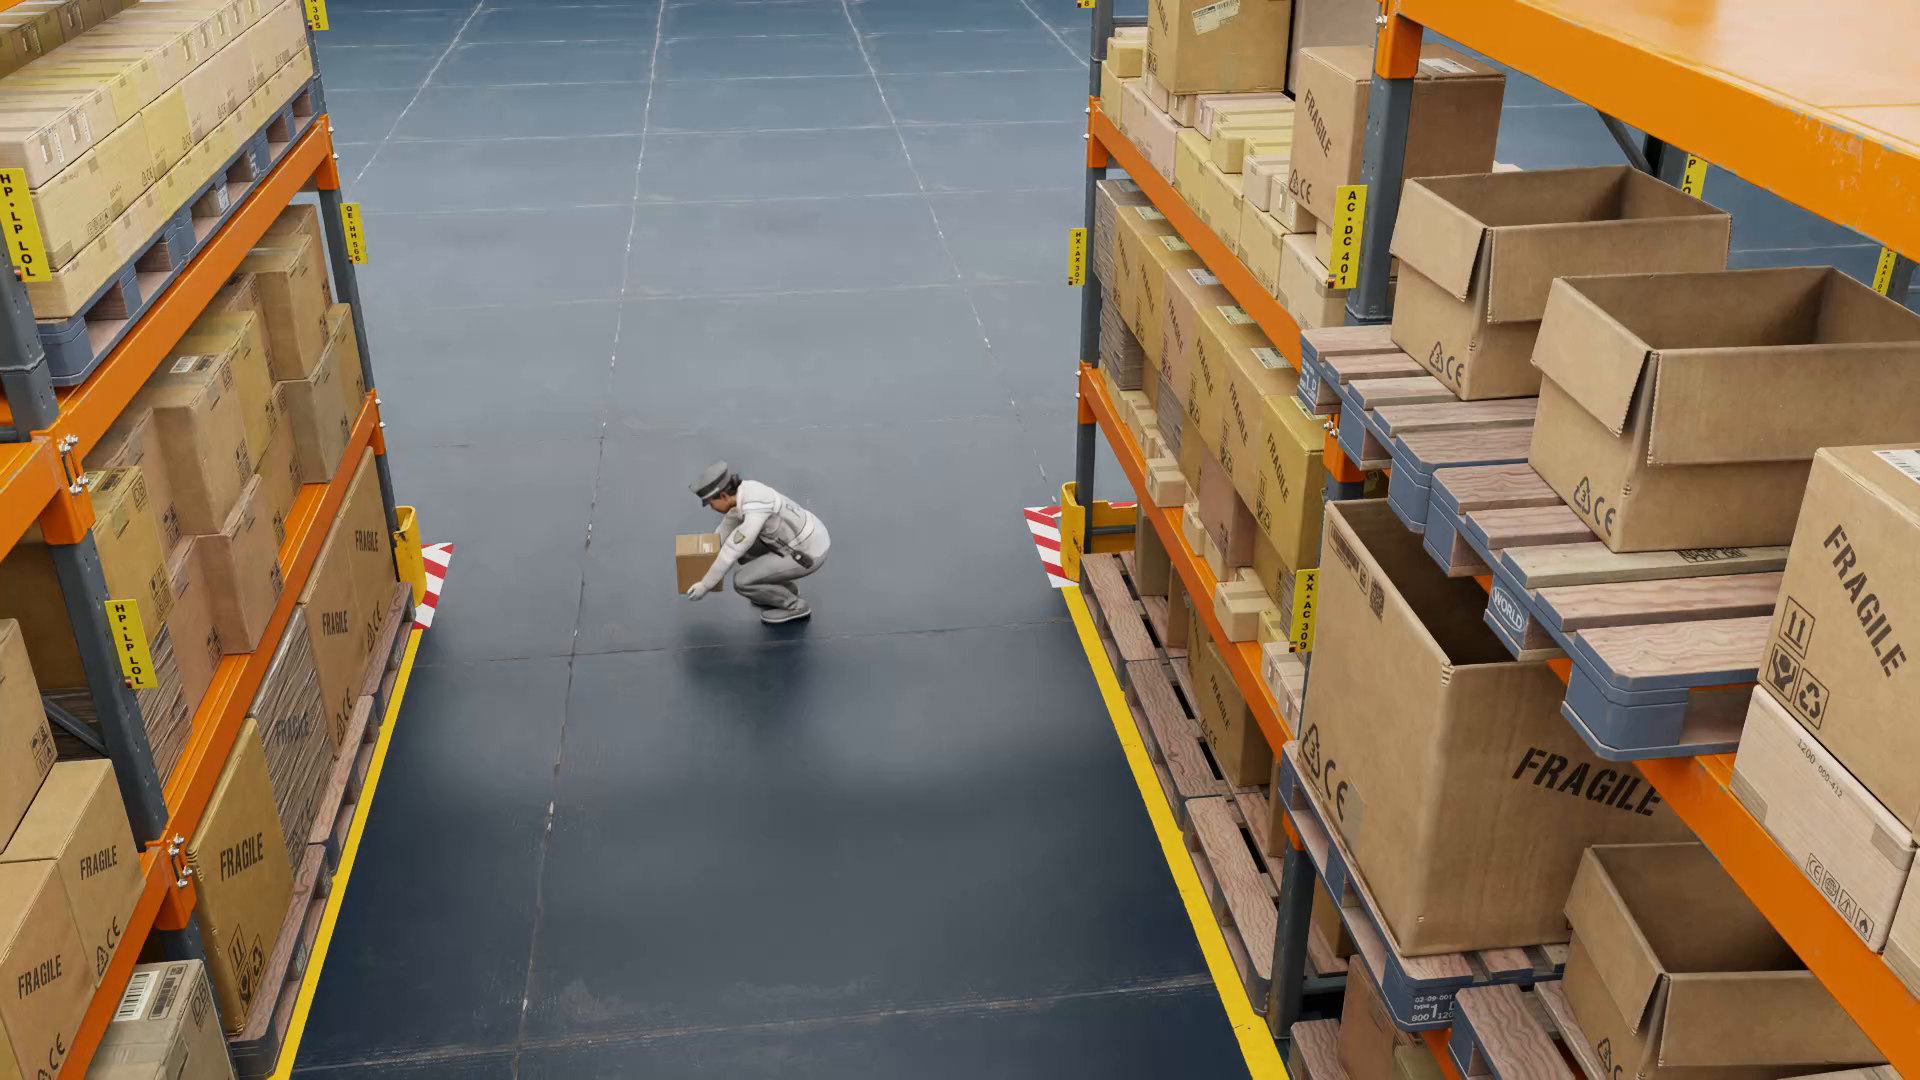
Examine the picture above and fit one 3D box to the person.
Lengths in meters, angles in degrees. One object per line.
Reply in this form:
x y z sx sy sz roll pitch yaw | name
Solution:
-1.152 -0.020 9.435 0.822 0.964 0.499 -4 28 -7 | person
